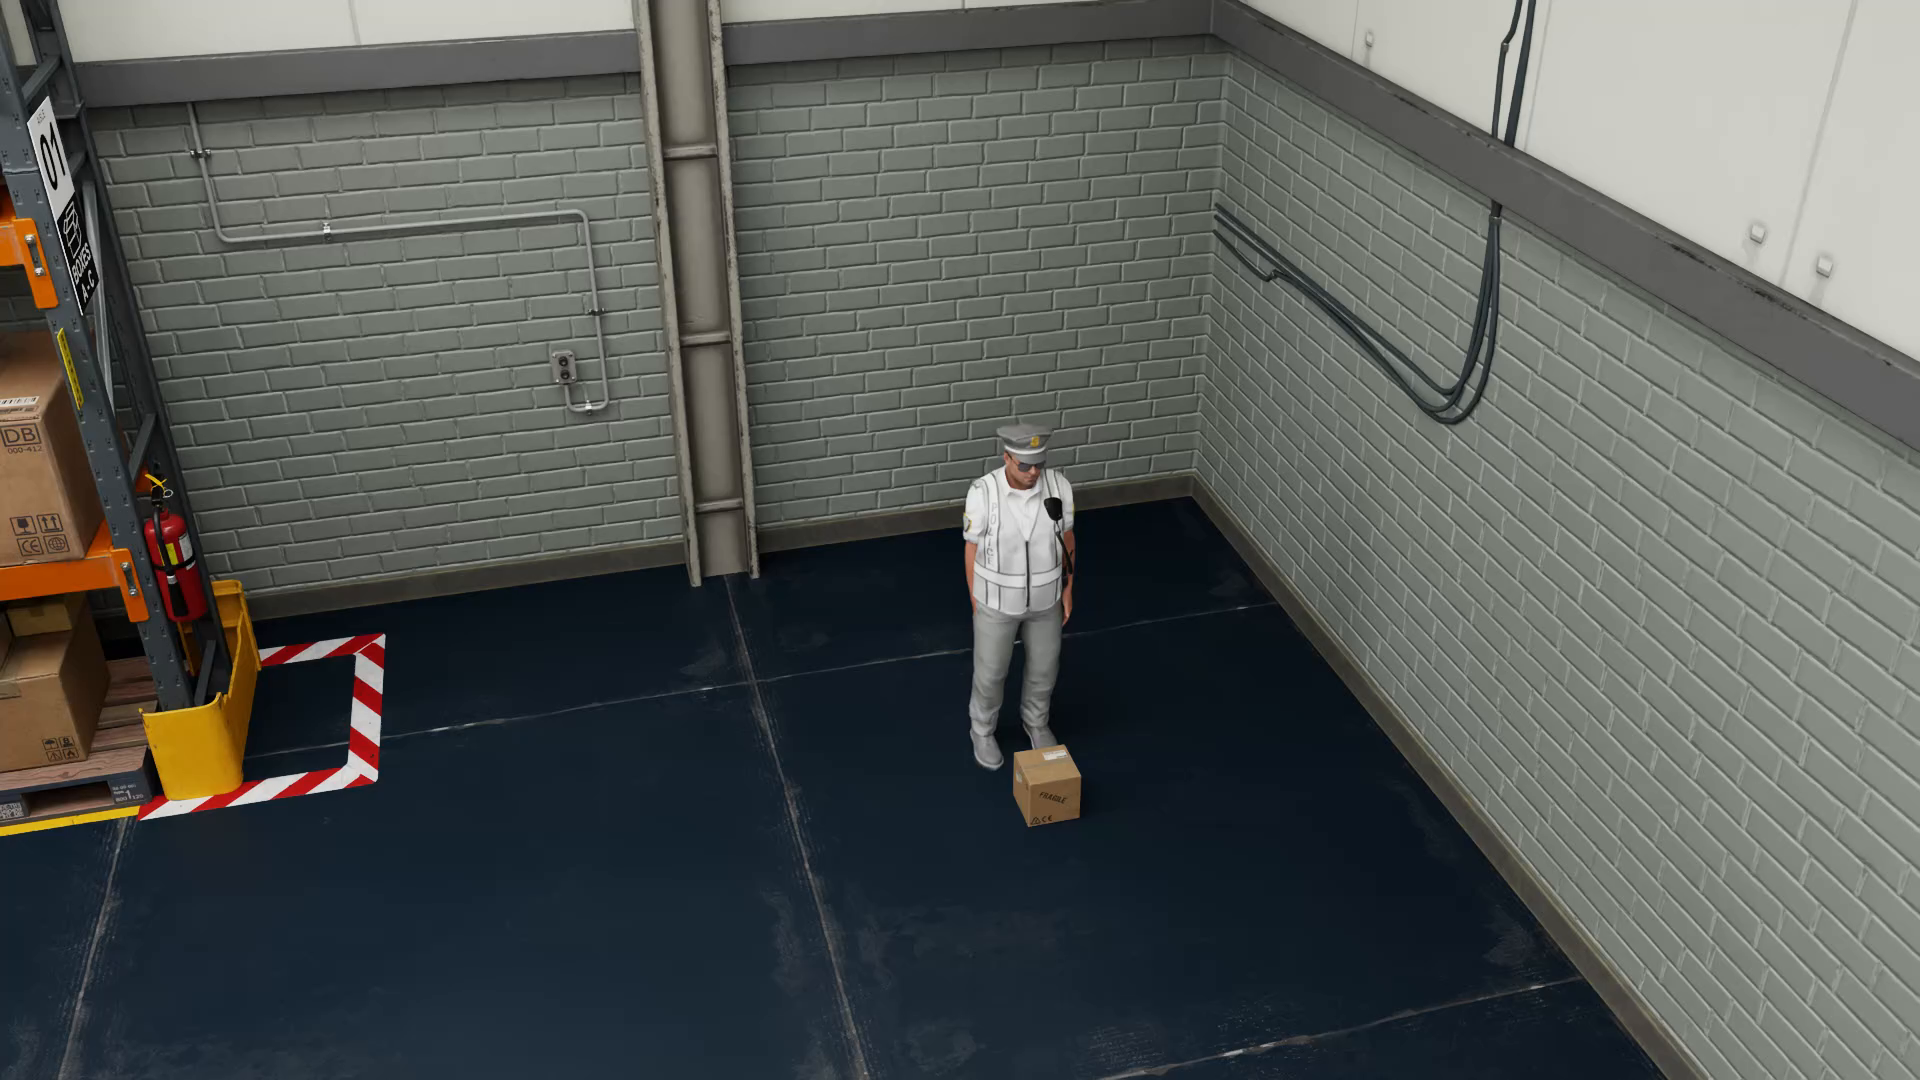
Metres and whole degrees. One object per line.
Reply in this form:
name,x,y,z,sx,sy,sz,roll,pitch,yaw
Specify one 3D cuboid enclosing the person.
person,0.289,0.260,7.793,0.528,1.752,0.393,-7,31,-12
